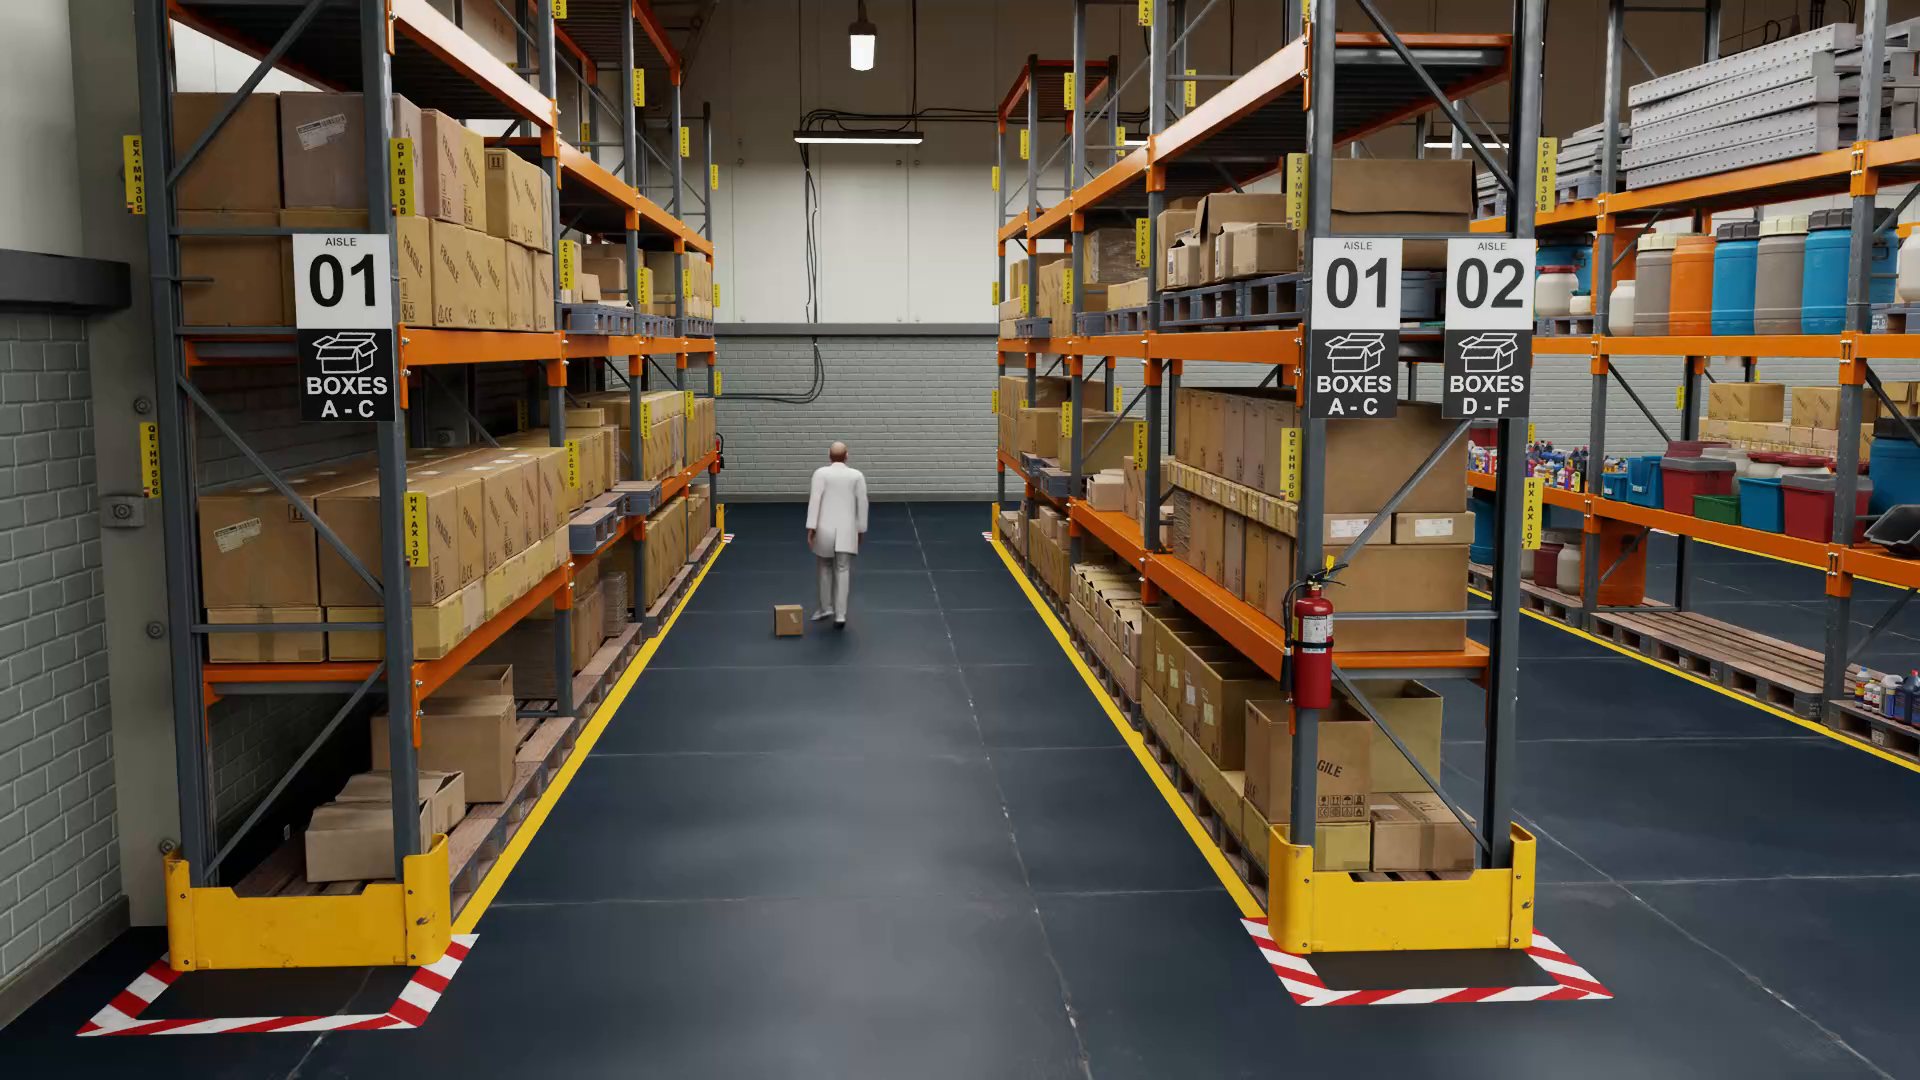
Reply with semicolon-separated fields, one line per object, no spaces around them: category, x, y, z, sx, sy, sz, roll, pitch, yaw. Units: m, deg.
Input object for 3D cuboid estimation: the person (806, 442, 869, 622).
person;-1.204;-0.059;16.372;0.618;1.804;0.793;0;7;-4
